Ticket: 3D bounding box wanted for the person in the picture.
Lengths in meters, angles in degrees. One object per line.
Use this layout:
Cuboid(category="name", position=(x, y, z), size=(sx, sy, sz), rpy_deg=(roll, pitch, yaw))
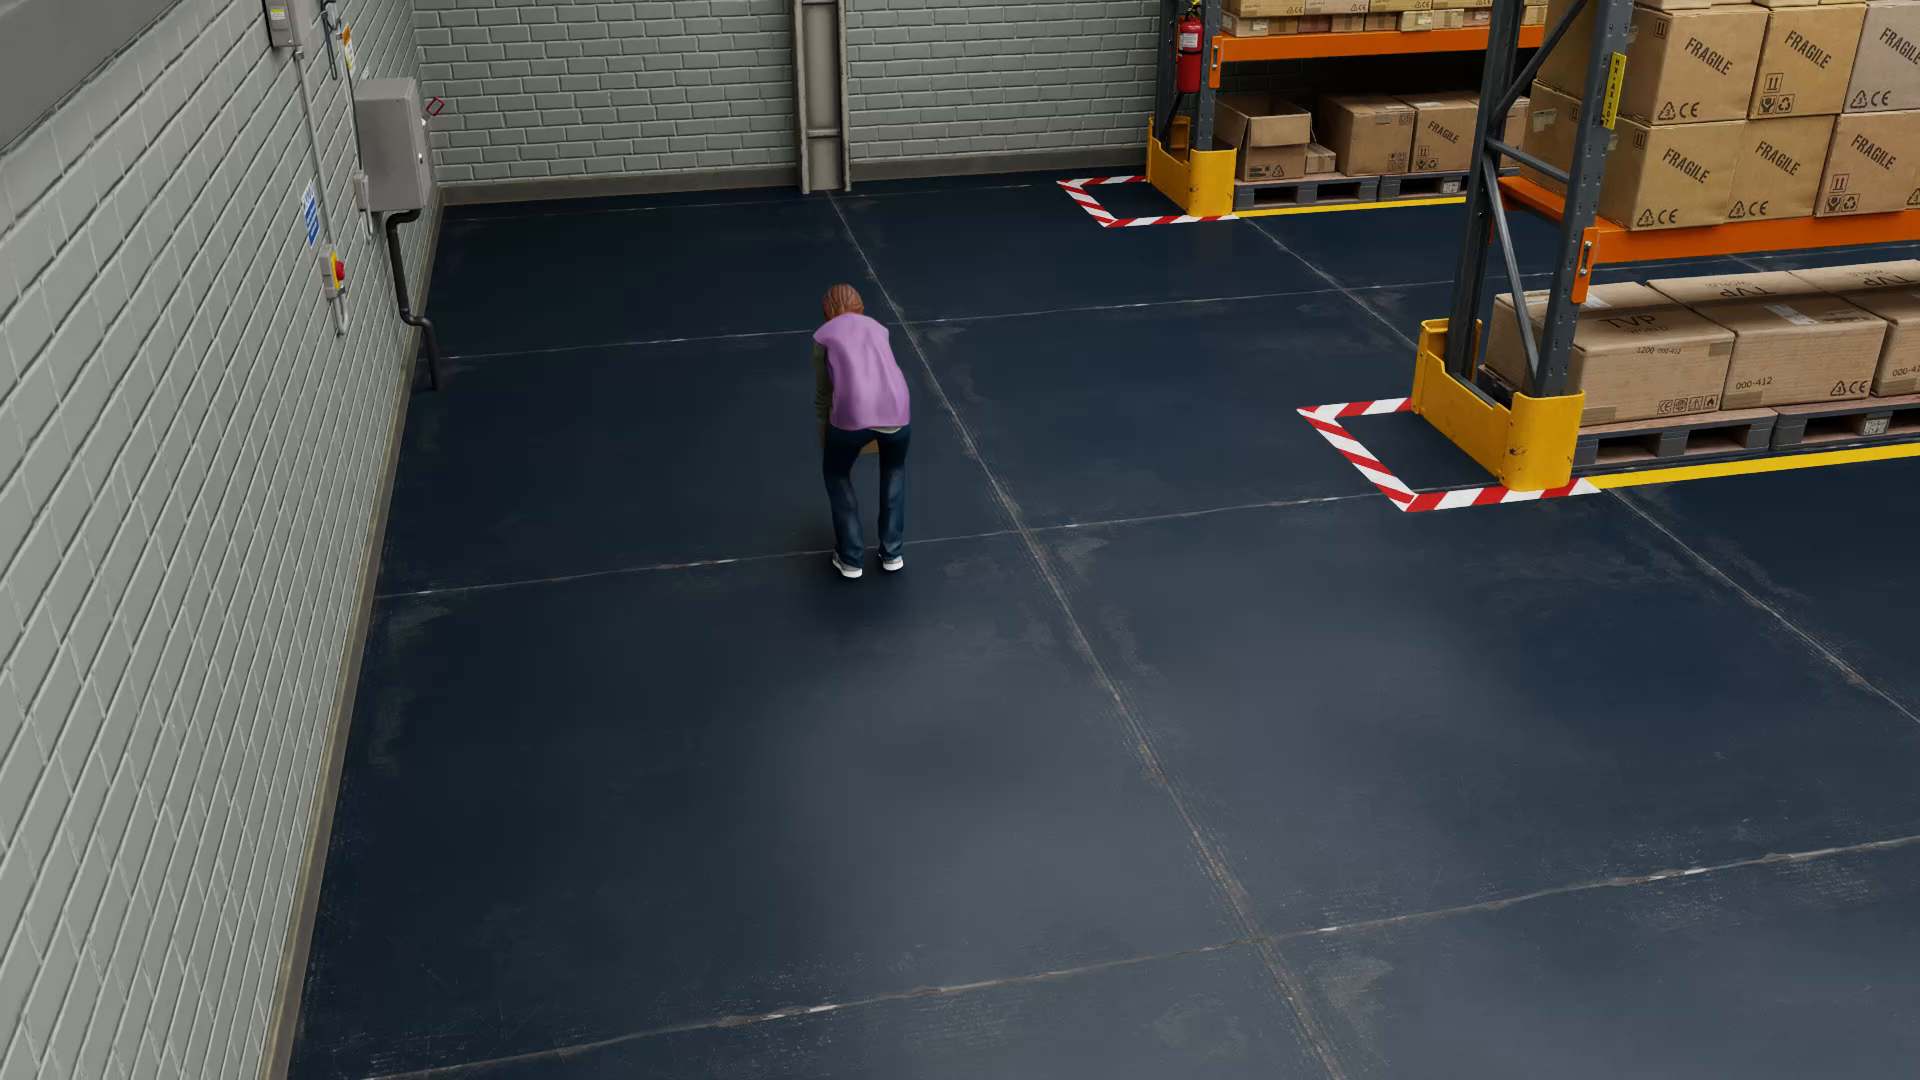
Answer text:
Cuboid(category="person", position=(-0.453, -0.482, 7.521), size=(0.388, 1.188, 0.820), rpy_deg=(-7, 28, -13))
